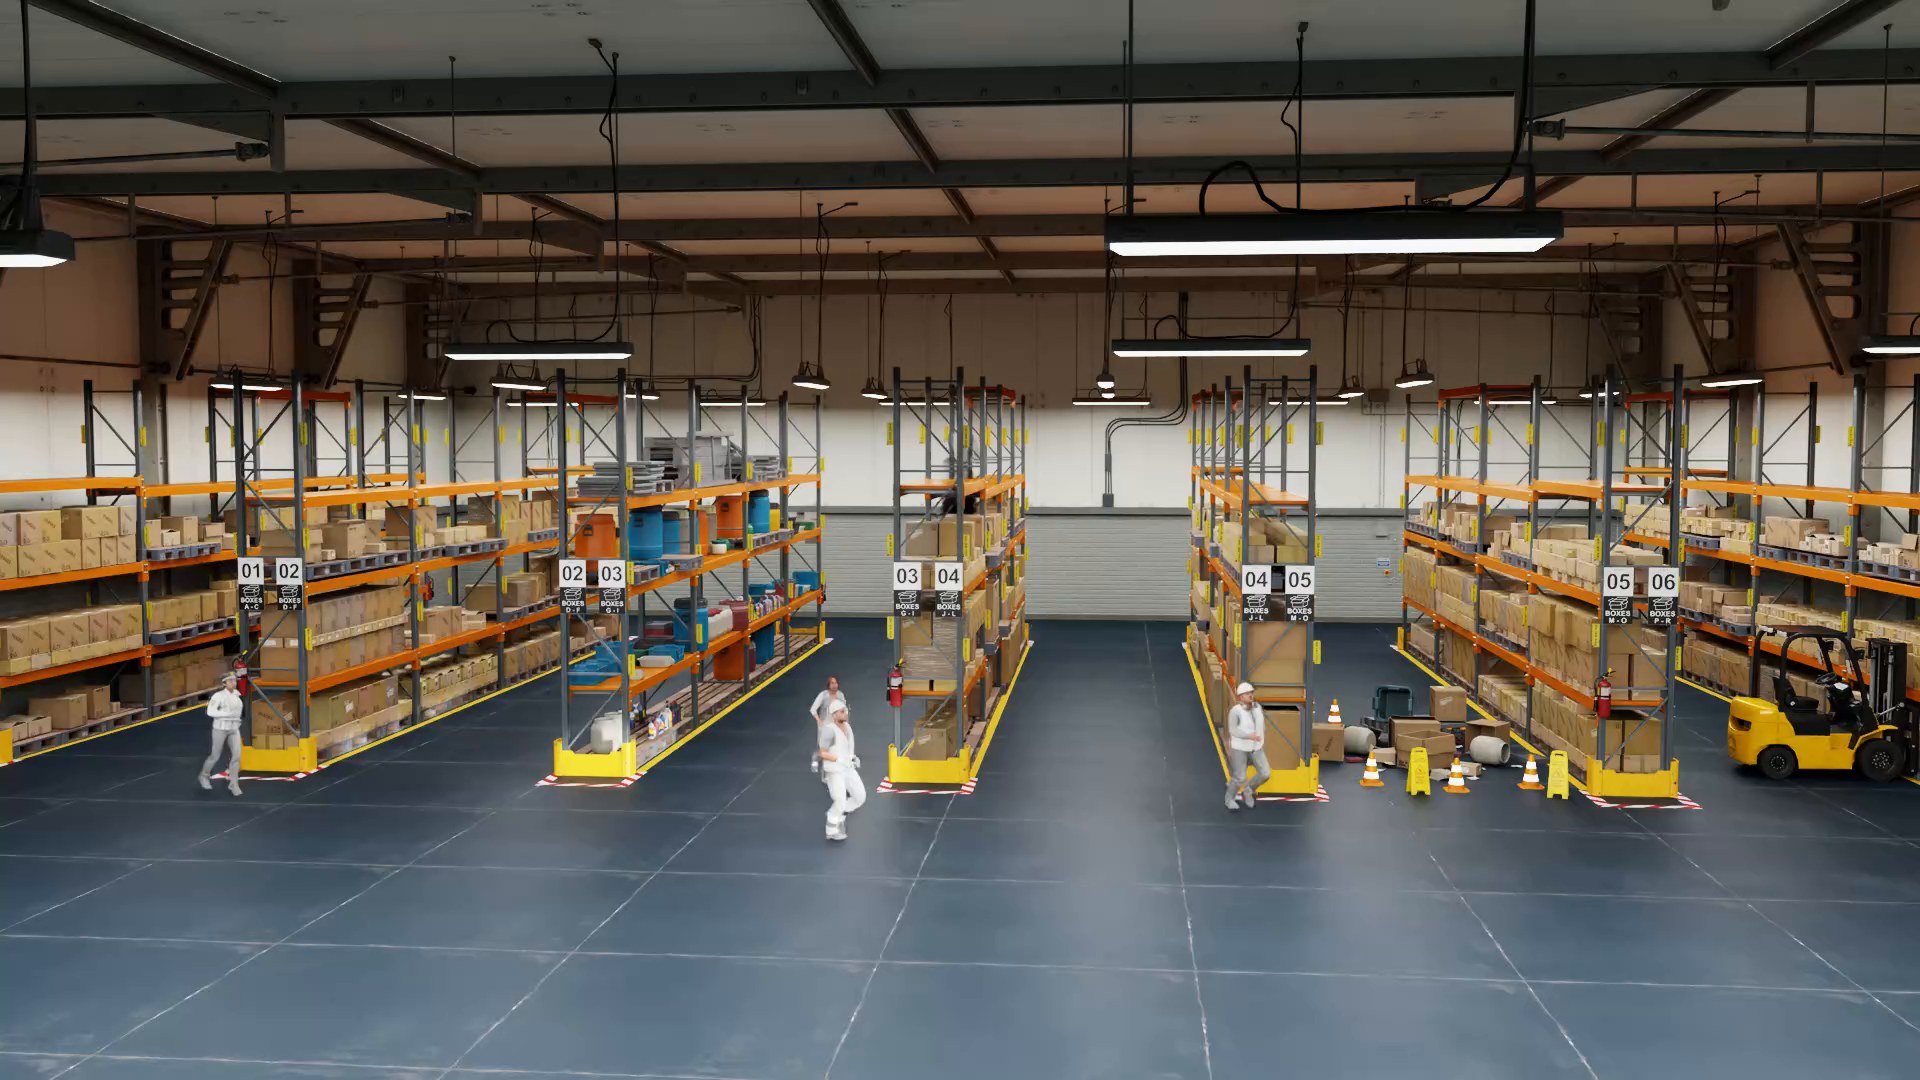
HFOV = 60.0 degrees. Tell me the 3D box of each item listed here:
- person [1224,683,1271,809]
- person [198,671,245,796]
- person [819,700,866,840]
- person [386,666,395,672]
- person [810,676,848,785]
[{"bbox_3d":[3.837,2.747,22.066,0.676,1.726,0.800,-1,4,-22],"label":"person"},{"bbox_3d":[-10.331,2.703,23.407,0.817,1.736,0.621,2,4,32],"label":"person"},{"bbox_3d":[-1.428,2.843,20.496,0.574,1.740,0.628,3,4,36],"label":"person"},{"bbox_3d":[-11.420,2.063,33.192,0.654,1.823,0.854,0,4,2],"label":"person"},{"bbox_3d":[-1.902,2.738,24.179,0.563,1.560,0.587,-1,4,-20],"label":"person"}]
